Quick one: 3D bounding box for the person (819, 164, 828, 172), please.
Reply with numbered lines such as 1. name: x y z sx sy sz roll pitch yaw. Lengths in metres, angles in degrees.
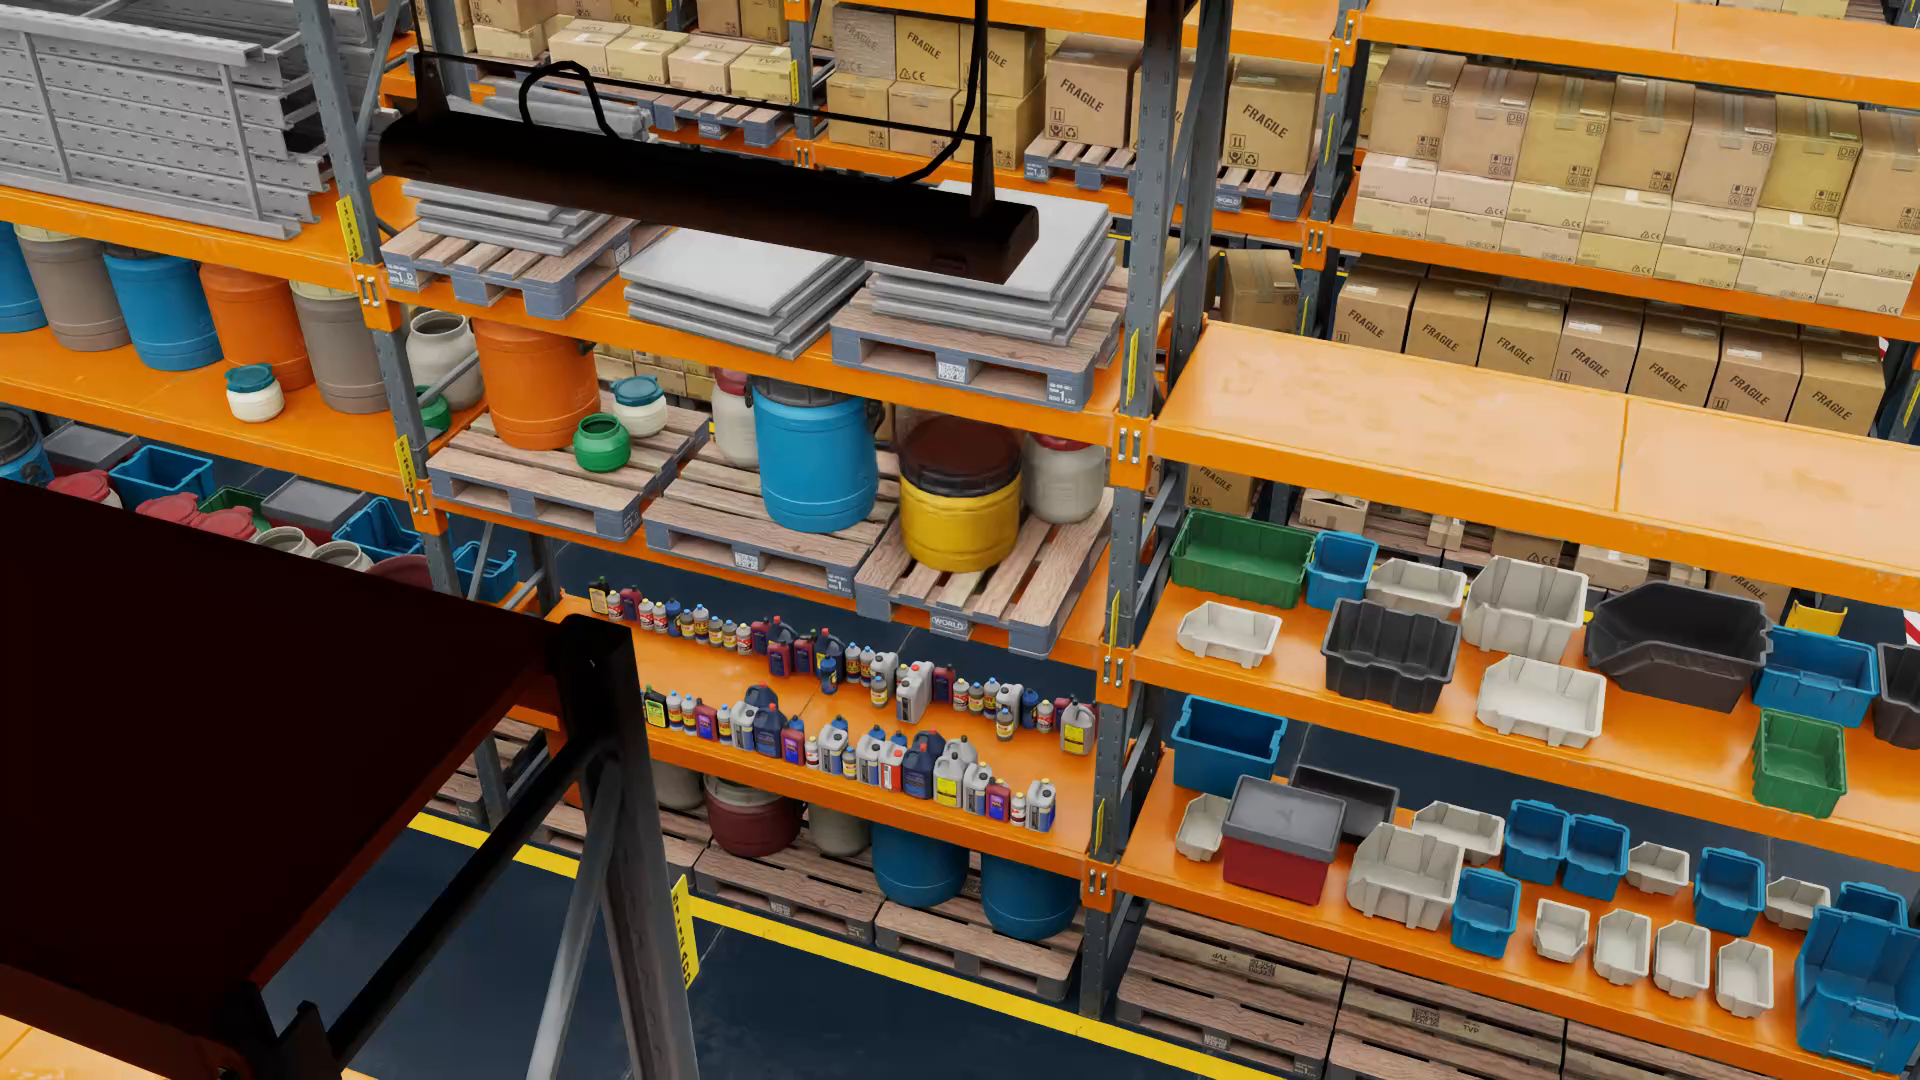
1. person: -1.469 -2.938 15.913 0.494 1.715 0.599 18 40 23
